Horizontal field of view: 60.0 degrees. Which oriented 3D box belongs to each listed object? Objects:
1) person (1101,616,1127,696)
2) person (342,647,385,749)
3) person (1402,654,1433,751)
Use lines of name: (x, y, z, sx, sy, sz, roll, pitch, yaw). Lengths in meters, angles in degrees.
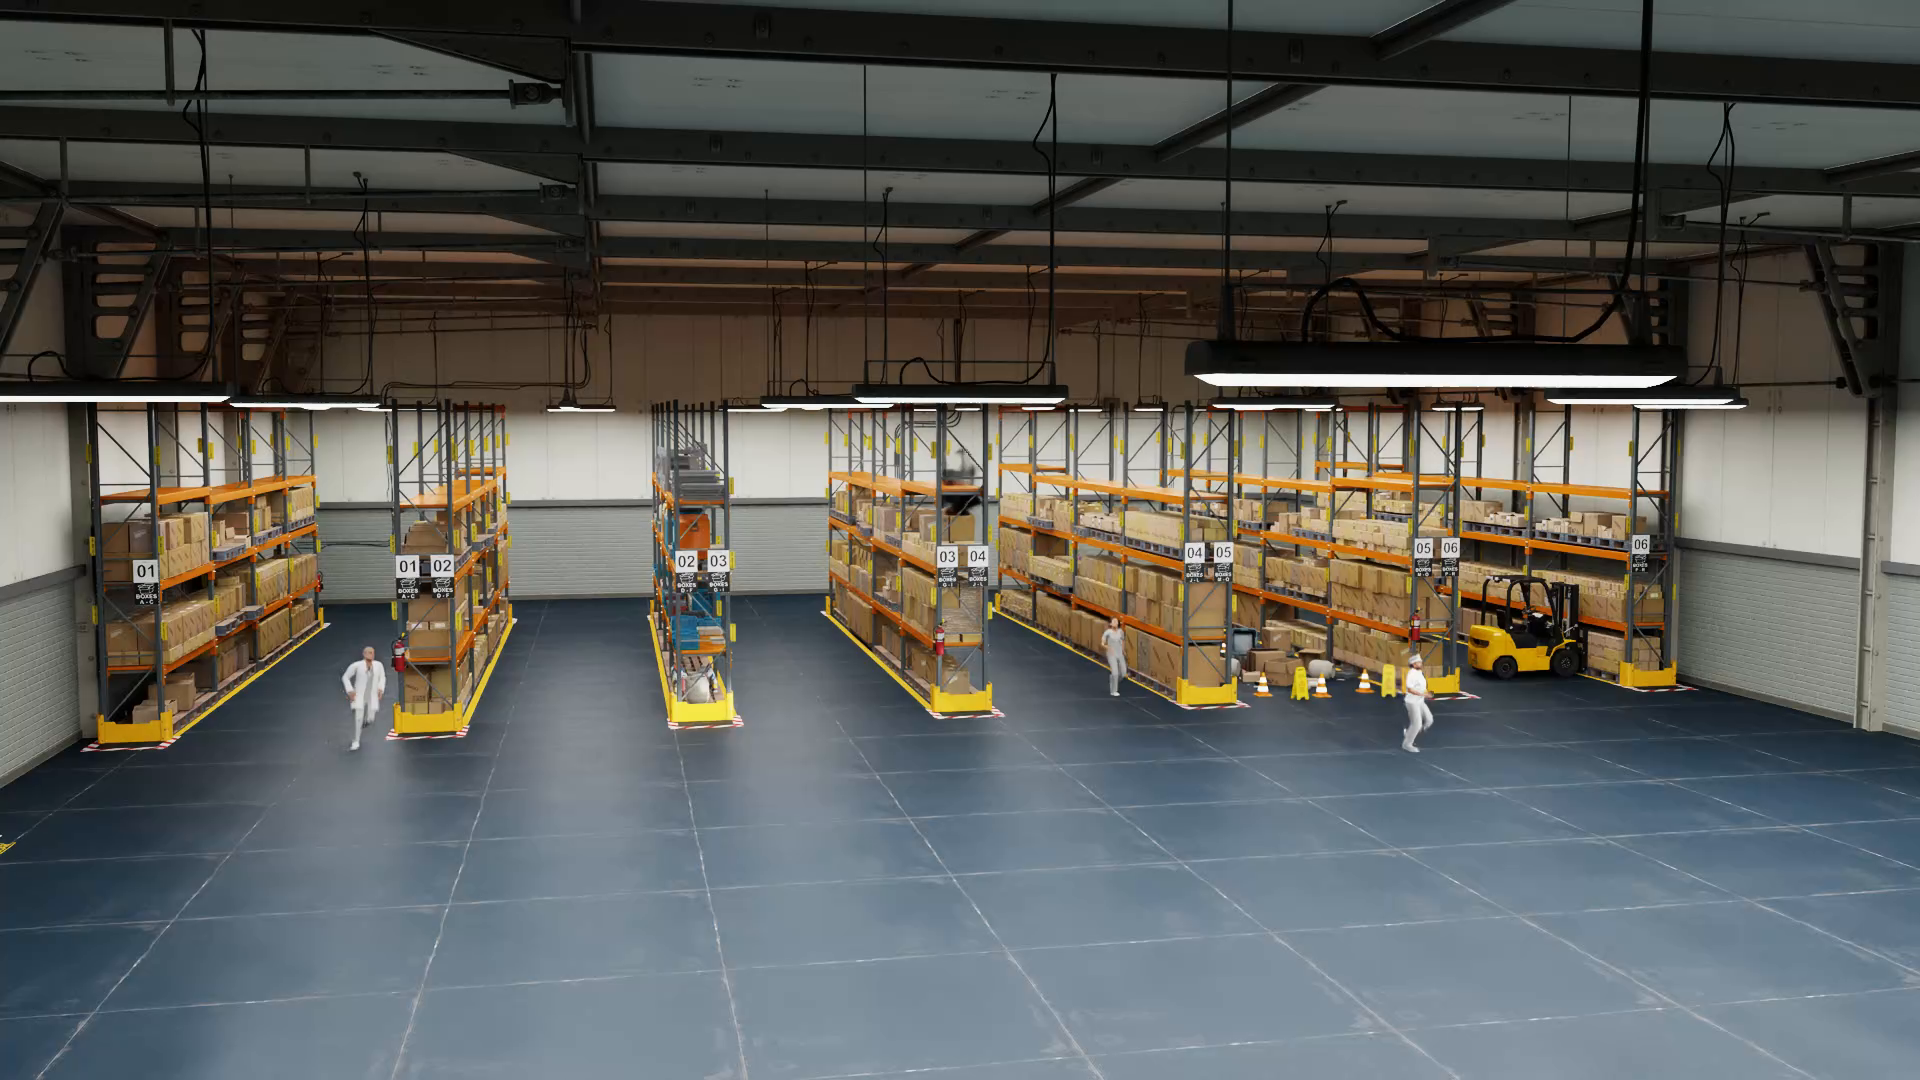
person: (3.145, 2.359, 33.847, 0.561, 1.621, 0.584, -2, 5, -21)
person: (-10.310, 2.807, 28.816, 0.759, 1.518, 0.611, -3, 5, -37)
person: (7.788, 2.759, 28.254, 0.537, 1.671, 0.624, 3, 5, 33)
